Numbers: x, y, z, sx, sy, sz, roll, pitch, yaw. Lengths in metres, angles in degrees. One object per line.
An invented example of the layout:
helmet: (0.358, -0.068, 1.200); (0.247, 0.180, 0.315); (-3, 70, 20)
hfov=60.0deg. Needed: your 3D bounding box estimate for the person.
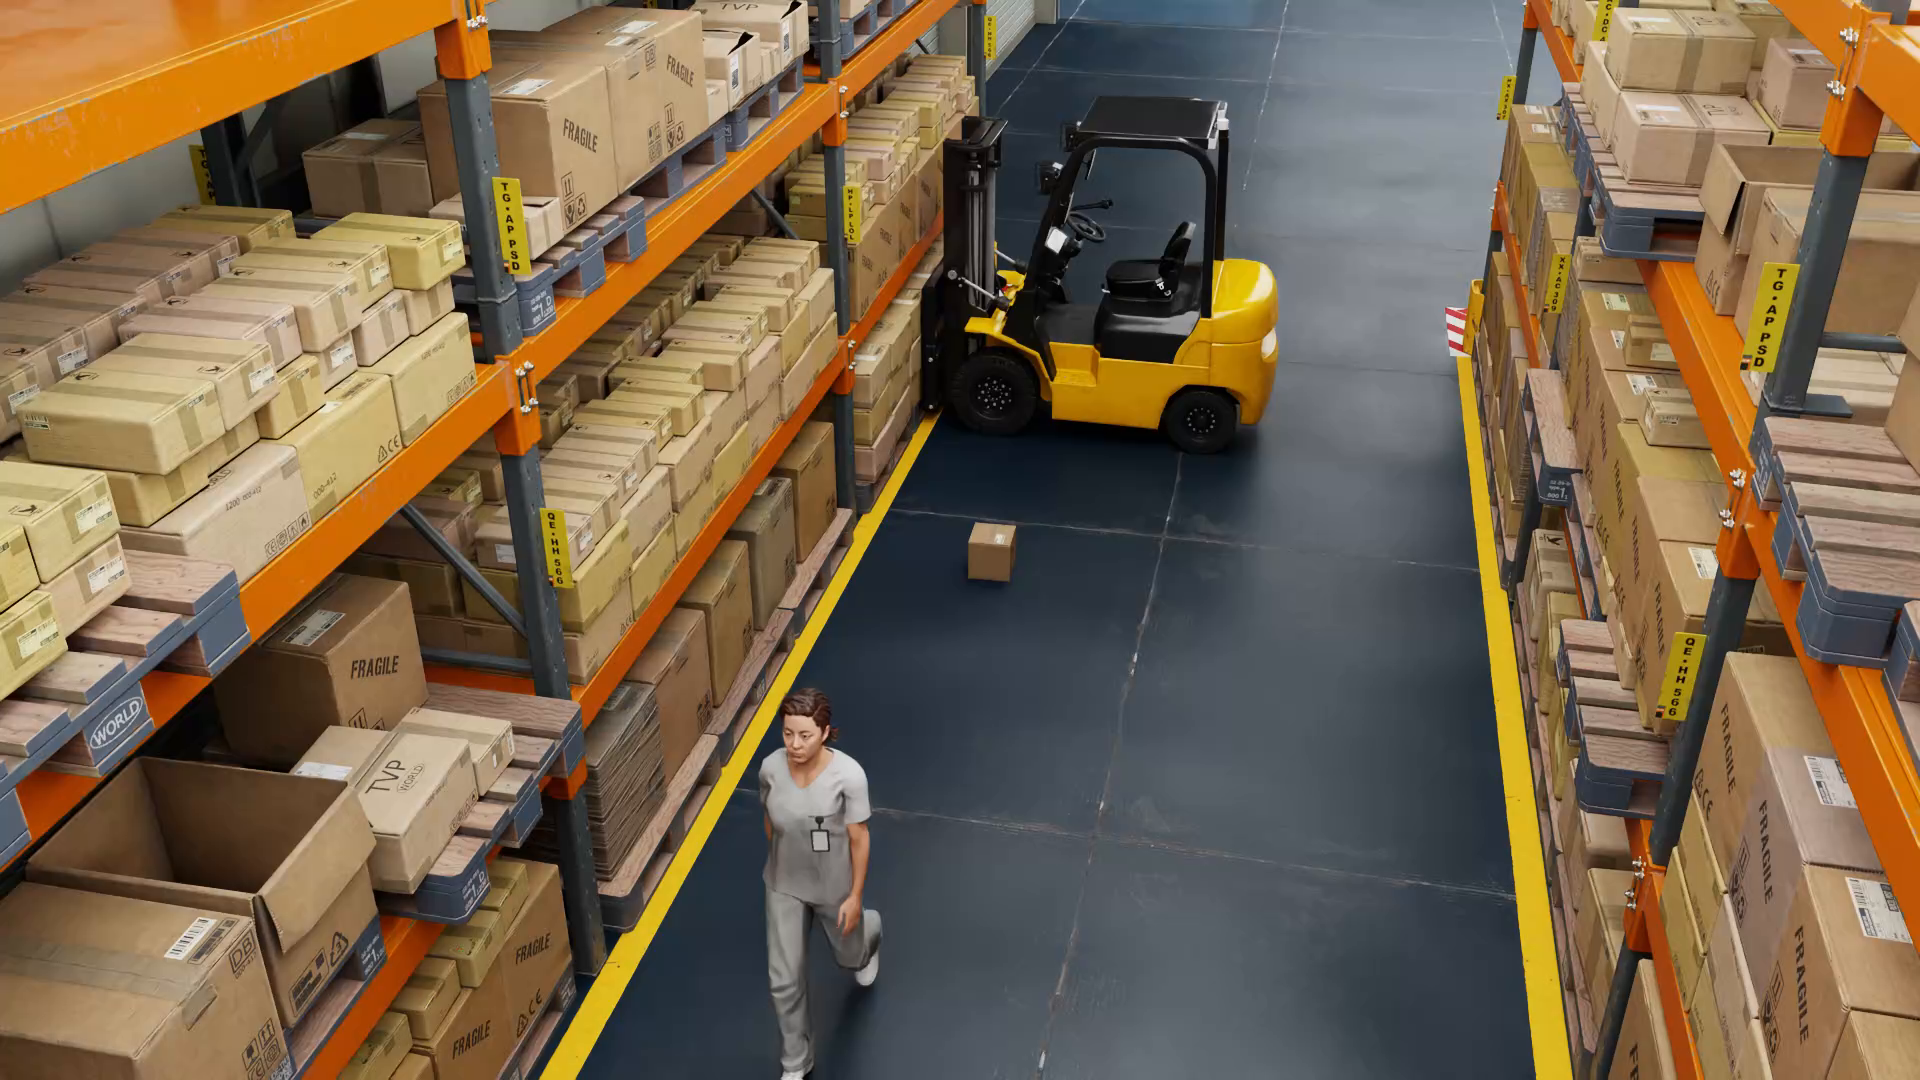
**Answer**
person: (-0.536, 1.265, 6.320); (0.440, 1.638, 0.893); (4, 29, 8)
